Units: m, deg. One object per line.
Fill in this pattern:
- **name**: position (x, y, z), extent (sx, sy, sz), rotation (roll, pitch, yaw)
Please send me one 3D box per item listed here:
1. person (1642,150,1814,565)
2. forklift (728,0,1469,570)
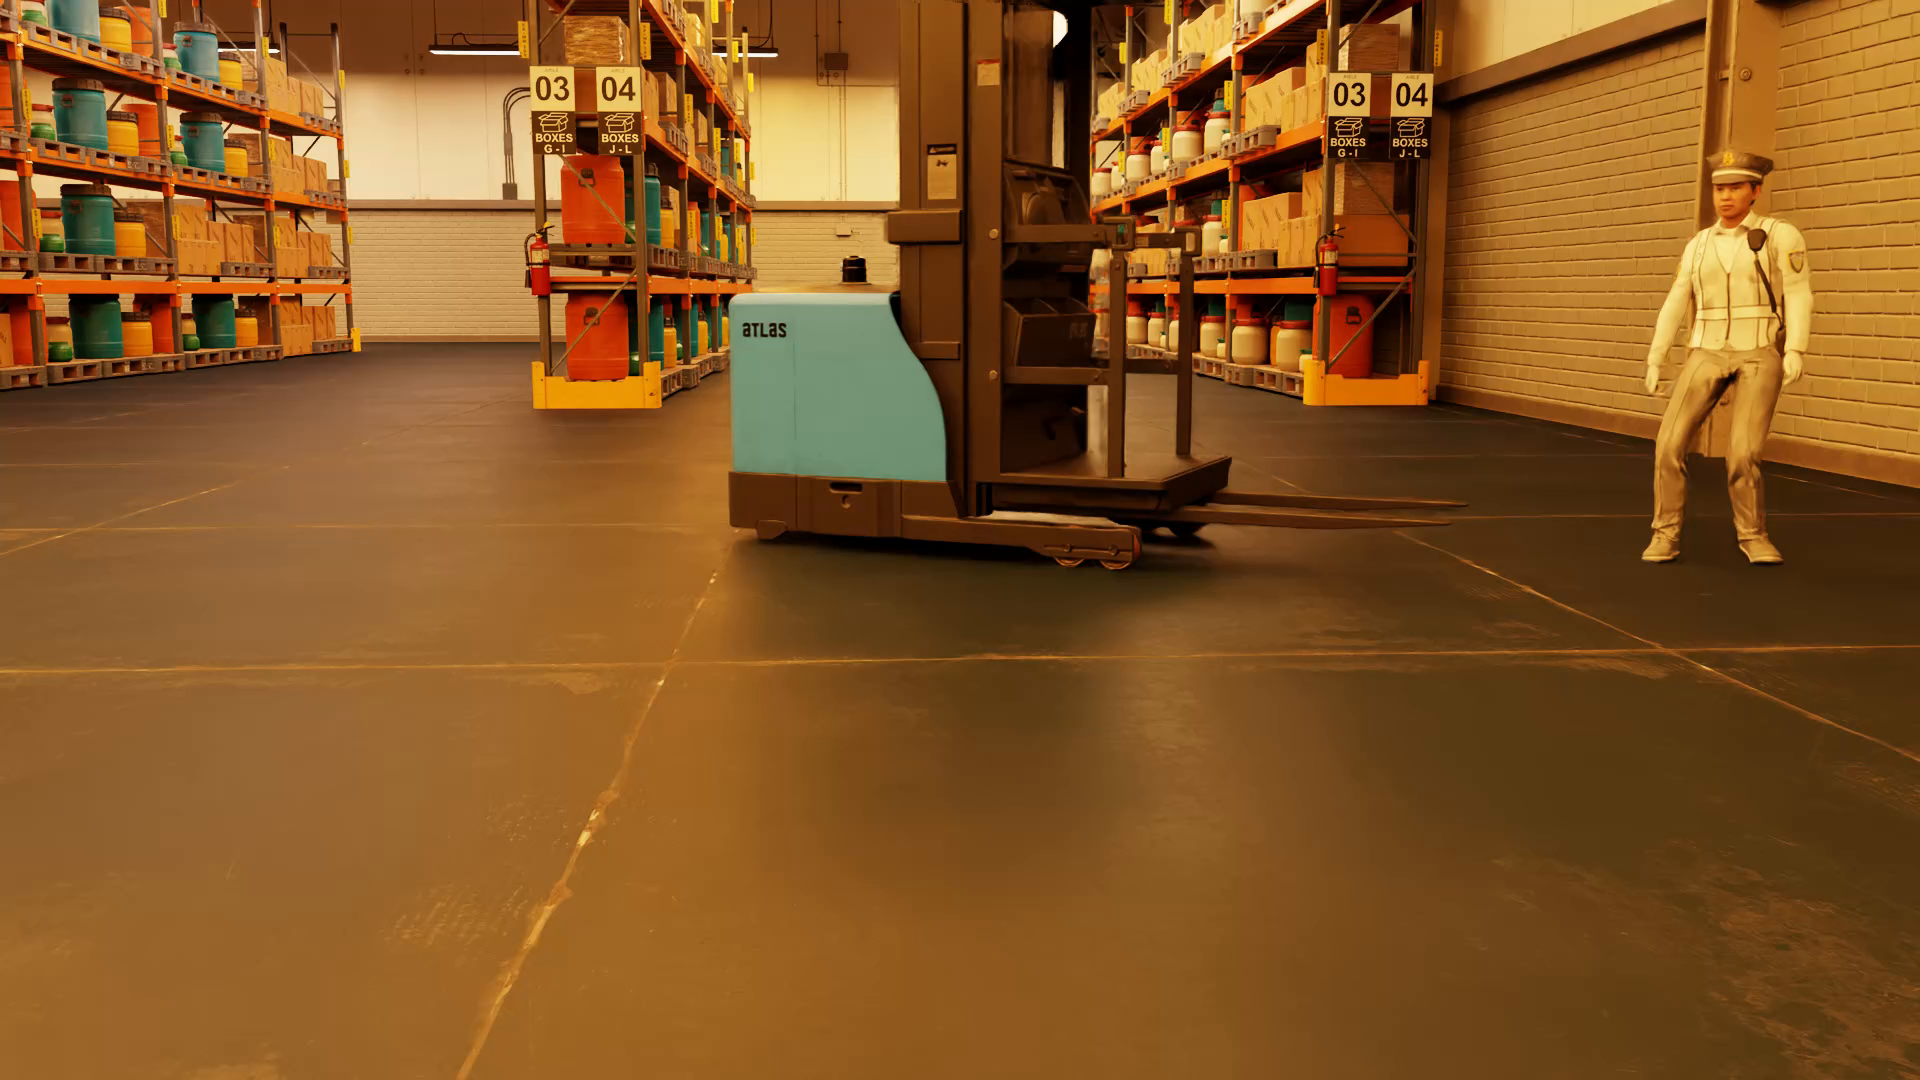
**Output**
- **person**: position (3.036, -0.715, 6.627), extent (0.452, 1.641, 0.640), rotation (-8, 12, -44)
- **forklift**: position (0.558, -1.421, 6.899), extent (3.031, 2.935, 1.130), rotation (4, 9, 23)
